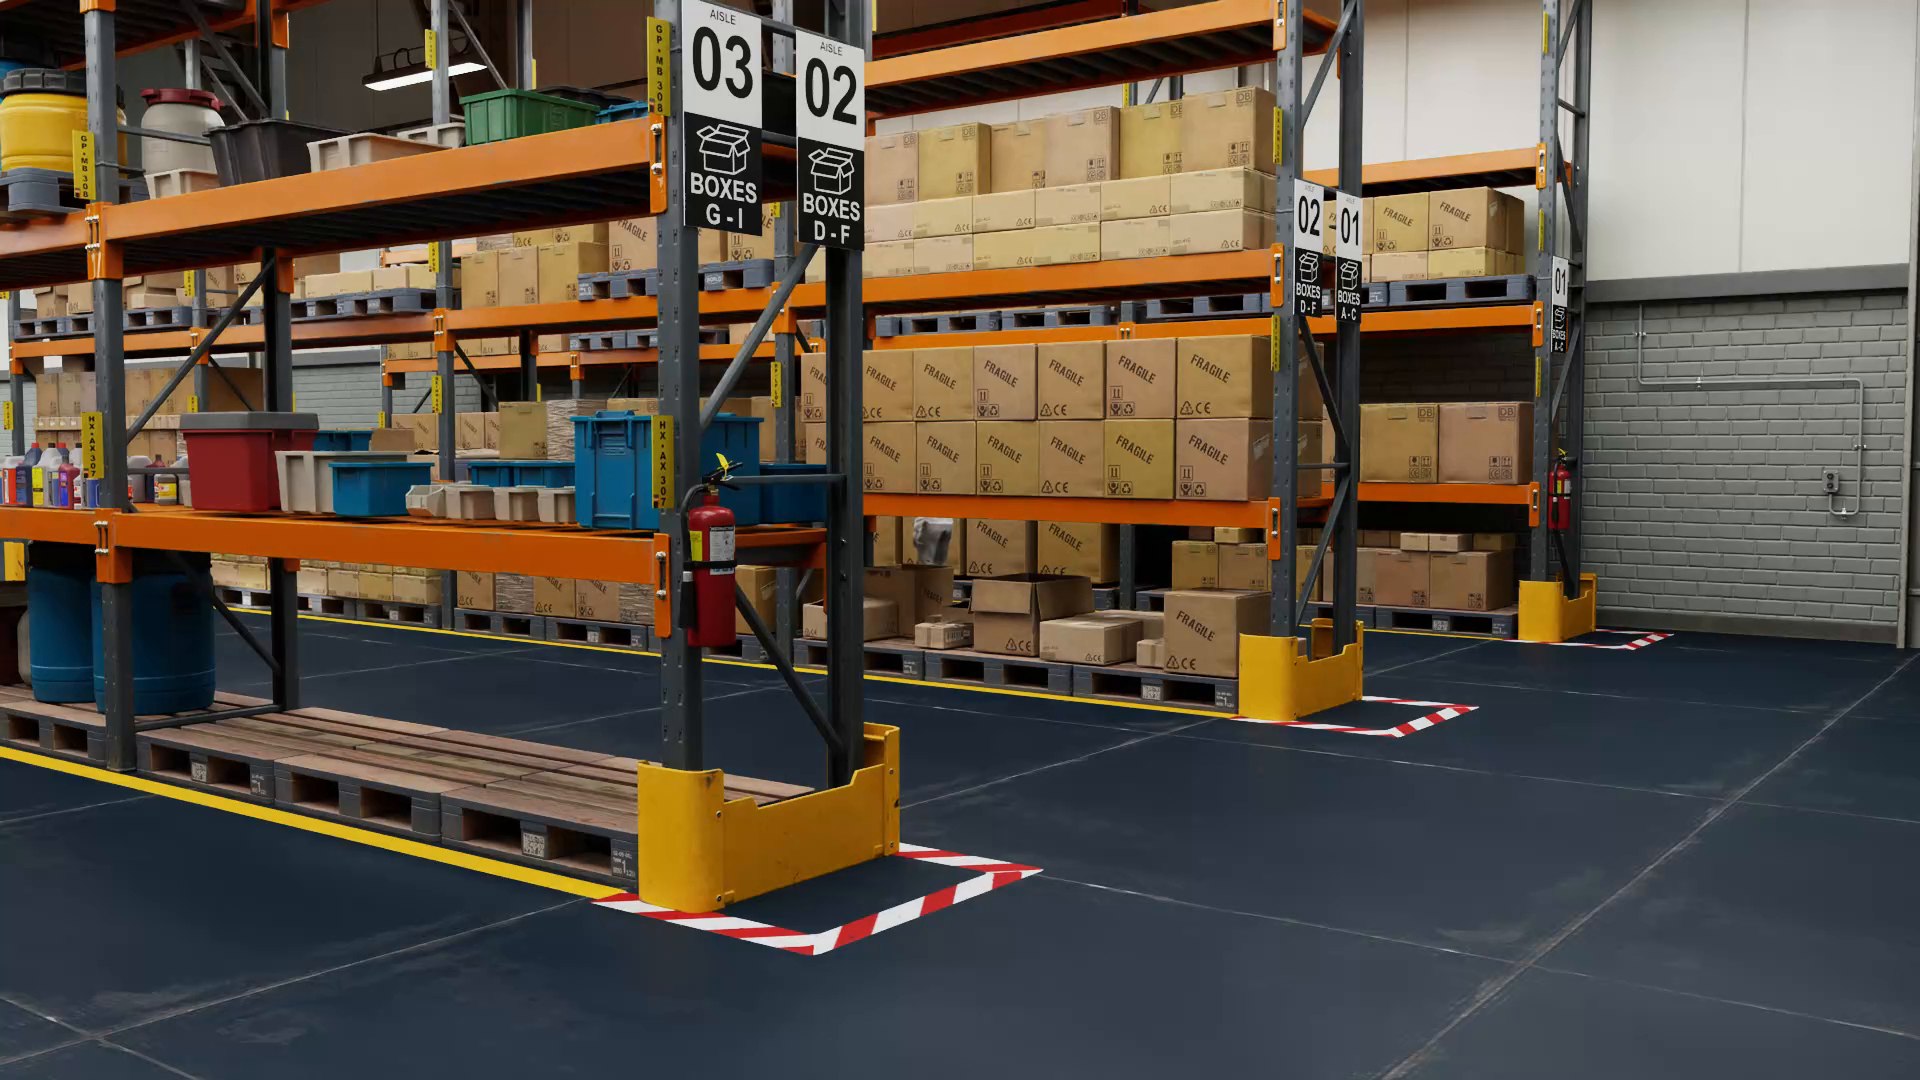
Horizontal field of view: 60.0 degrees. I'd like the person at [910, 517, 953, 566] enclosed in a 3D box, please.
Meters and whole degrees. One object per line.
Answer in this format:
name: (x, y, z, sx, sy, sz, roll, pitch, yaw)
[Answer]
person: (-0.261, -0.086, 15.708, 0.327, 1.661, 0.471, 3, 4, 37)
